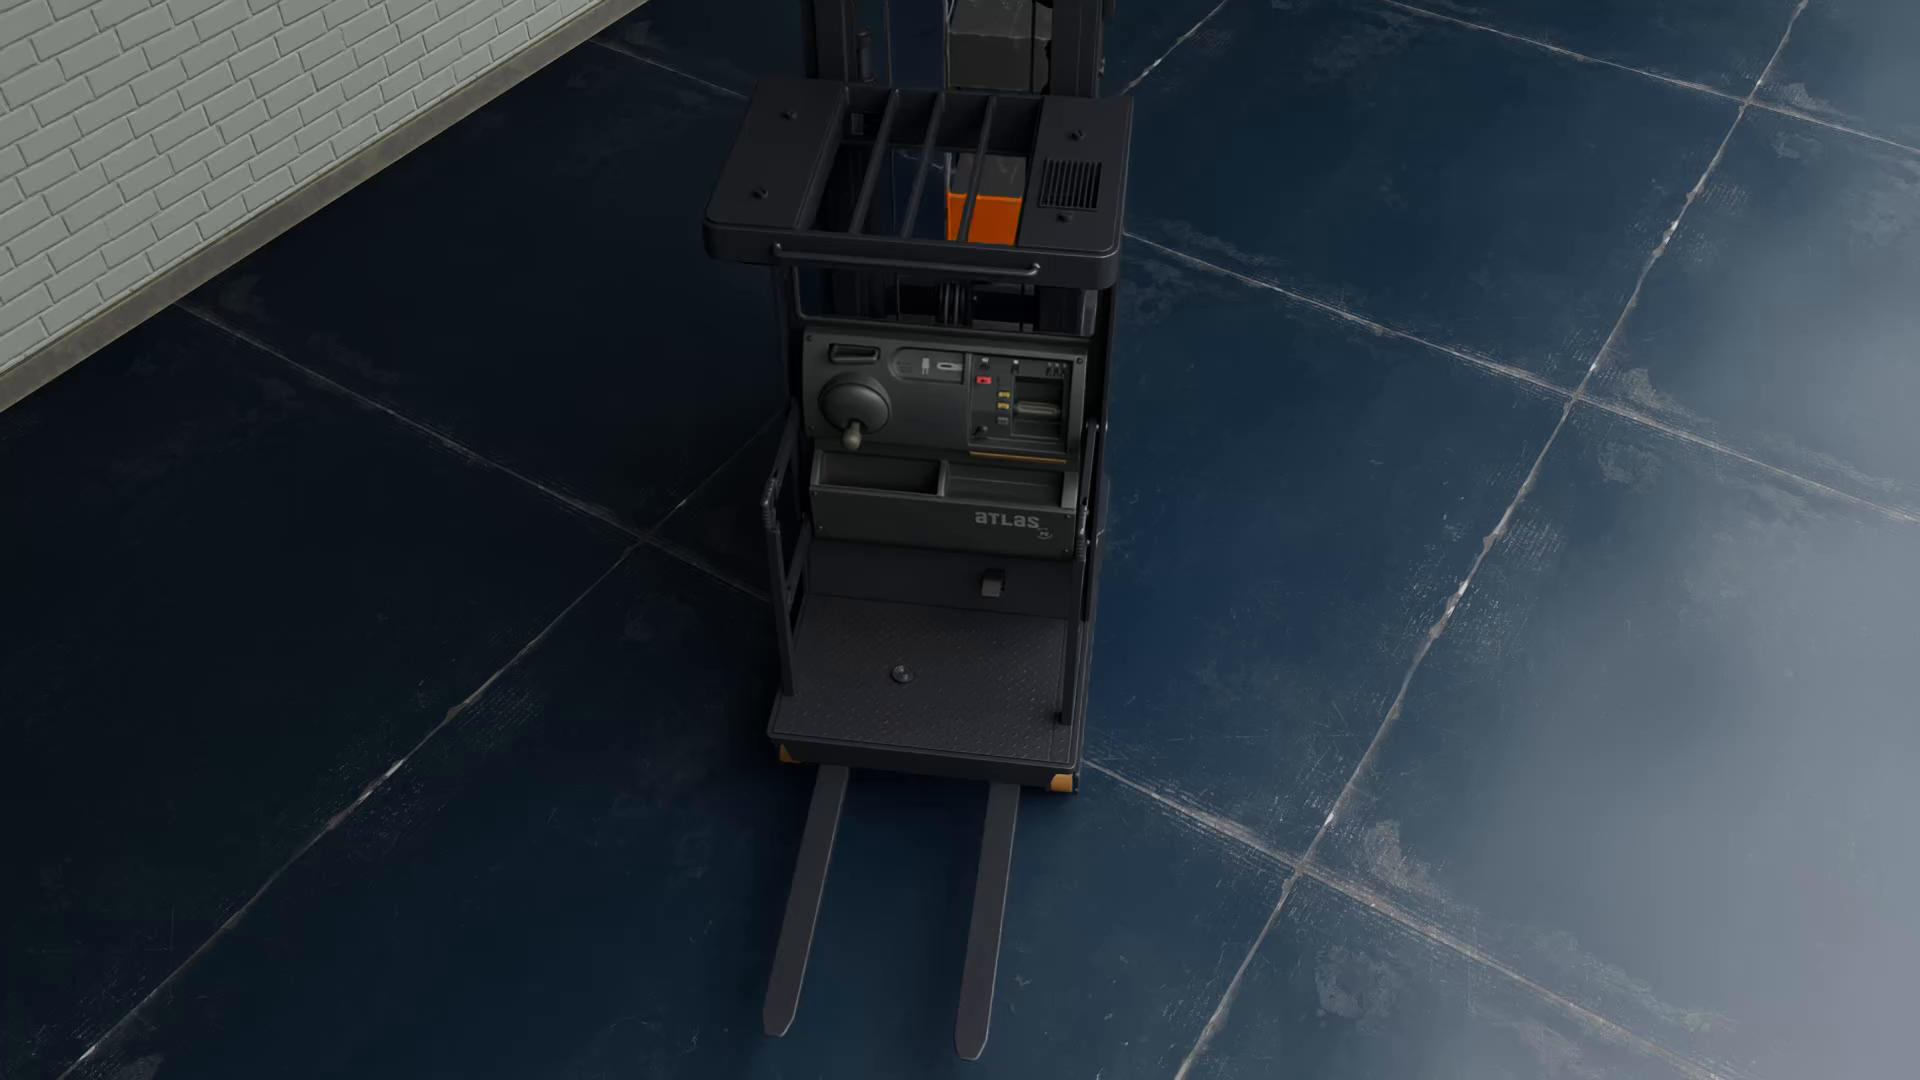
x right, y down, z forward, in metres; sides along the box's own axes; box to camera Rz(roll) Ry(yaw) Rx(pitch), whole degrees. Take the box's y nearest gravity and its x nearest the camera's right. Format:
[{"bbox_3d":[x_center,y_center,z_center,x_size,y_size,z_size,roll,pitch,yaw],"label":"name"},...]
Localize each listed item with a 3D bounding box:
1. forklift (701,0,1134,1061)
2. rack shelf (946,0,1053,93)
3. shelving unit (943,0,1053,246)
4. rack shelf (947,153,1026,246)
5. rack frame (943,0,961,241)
[{"bbox_3d":[-0.081,-0.374,5.292,1.130,2.935,3.031,5,46,5],"label":"forklift"},{"bbox_3d":[0.213,-1.809,6.308,0.480,0.518,0.431,5,46,5],"label":"rack shelf"},{"bbox_3d":[0.213,-1.331,6.801,0.503,2.100,0.431,5,46,5],"label":"shelving unit"},{"bbox_3d":[0.213,-1.321,6.810,0.480,0.518,0.431,5,46,5],"label":"rack shelf"},{"bbox_3d":[-0.029,-1.353,6.823,0.015,2.100,0.400,5,46,5],"label":"rack frame"}]
